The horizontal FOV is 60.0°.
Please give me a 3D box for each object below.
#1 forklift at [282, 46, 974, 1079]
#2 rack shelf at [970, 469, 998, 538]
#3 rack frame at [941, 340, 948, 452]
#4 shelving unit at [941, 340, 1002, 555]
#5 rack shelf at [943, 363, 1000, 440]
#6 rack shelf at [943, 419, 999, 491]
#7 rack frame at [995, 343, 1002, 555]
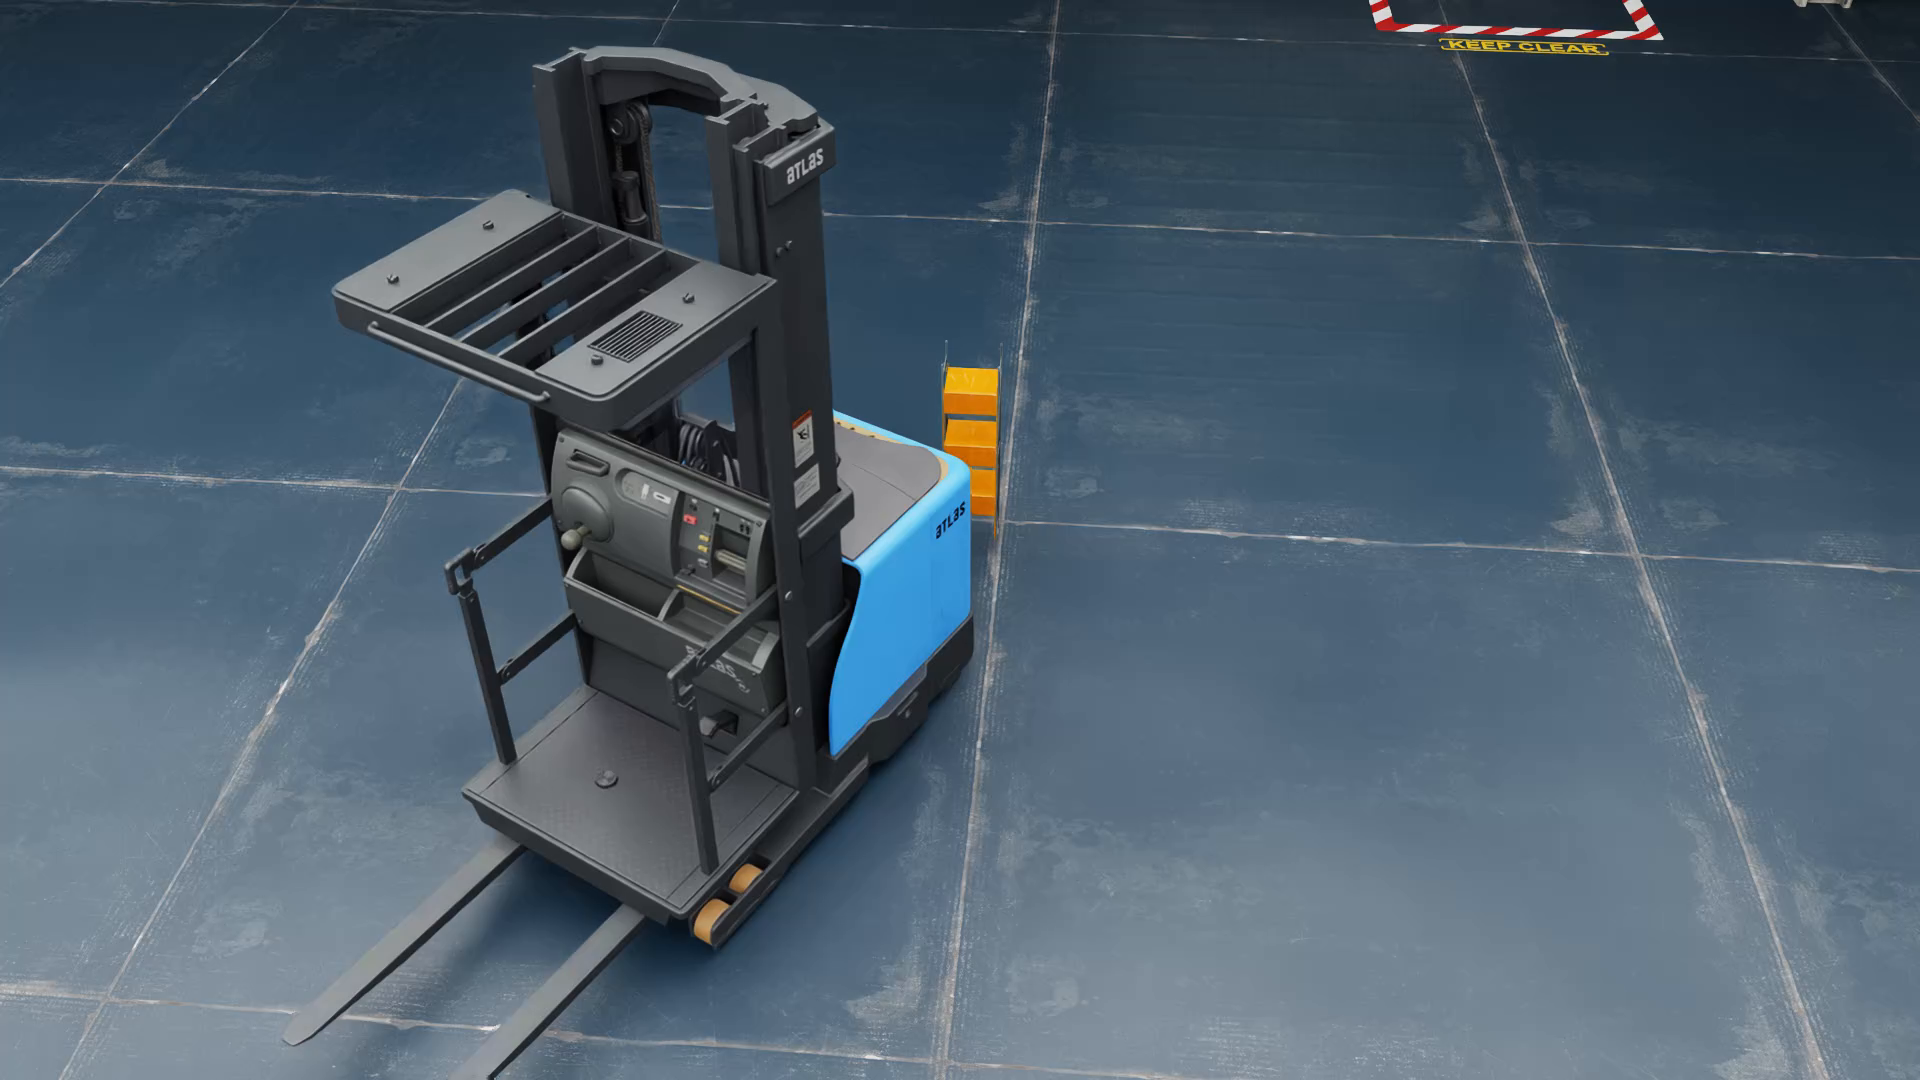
[{"bbox_3d":[-1.160,0.004,5.594,1.130,2.935,3.031,22,44,25],"label":"forklift"},{"bbox_3d":[0.053,-0.180,7.768,0.240,0.259,0.215,3,39,4],"label":"rack shelf"},{"bbox_3d":[-0.068,-0.411,7.594,0.008,1.050,0.200,3,39,4],"label":"rack frame"},{"bbox_3d":[0.053,-0.404,7.585,0.252,1.050,0.215,3,39,4],"label":"shelving unit"},{"bbox_3d":[0.053,-0.616,7.413,0.240,0.259,0.215,3,39,4],"label":"rack shelf"},{"bbox_3d":[0.053,-0.396,7.592,0.240,0.259,0.215,3,39,4],"label":"rack shelf"},{"bbox_3d":[0.175,-0.398,7.577,0.008,1.050,0.200,3,39,4],"label":"rack frame"}]
